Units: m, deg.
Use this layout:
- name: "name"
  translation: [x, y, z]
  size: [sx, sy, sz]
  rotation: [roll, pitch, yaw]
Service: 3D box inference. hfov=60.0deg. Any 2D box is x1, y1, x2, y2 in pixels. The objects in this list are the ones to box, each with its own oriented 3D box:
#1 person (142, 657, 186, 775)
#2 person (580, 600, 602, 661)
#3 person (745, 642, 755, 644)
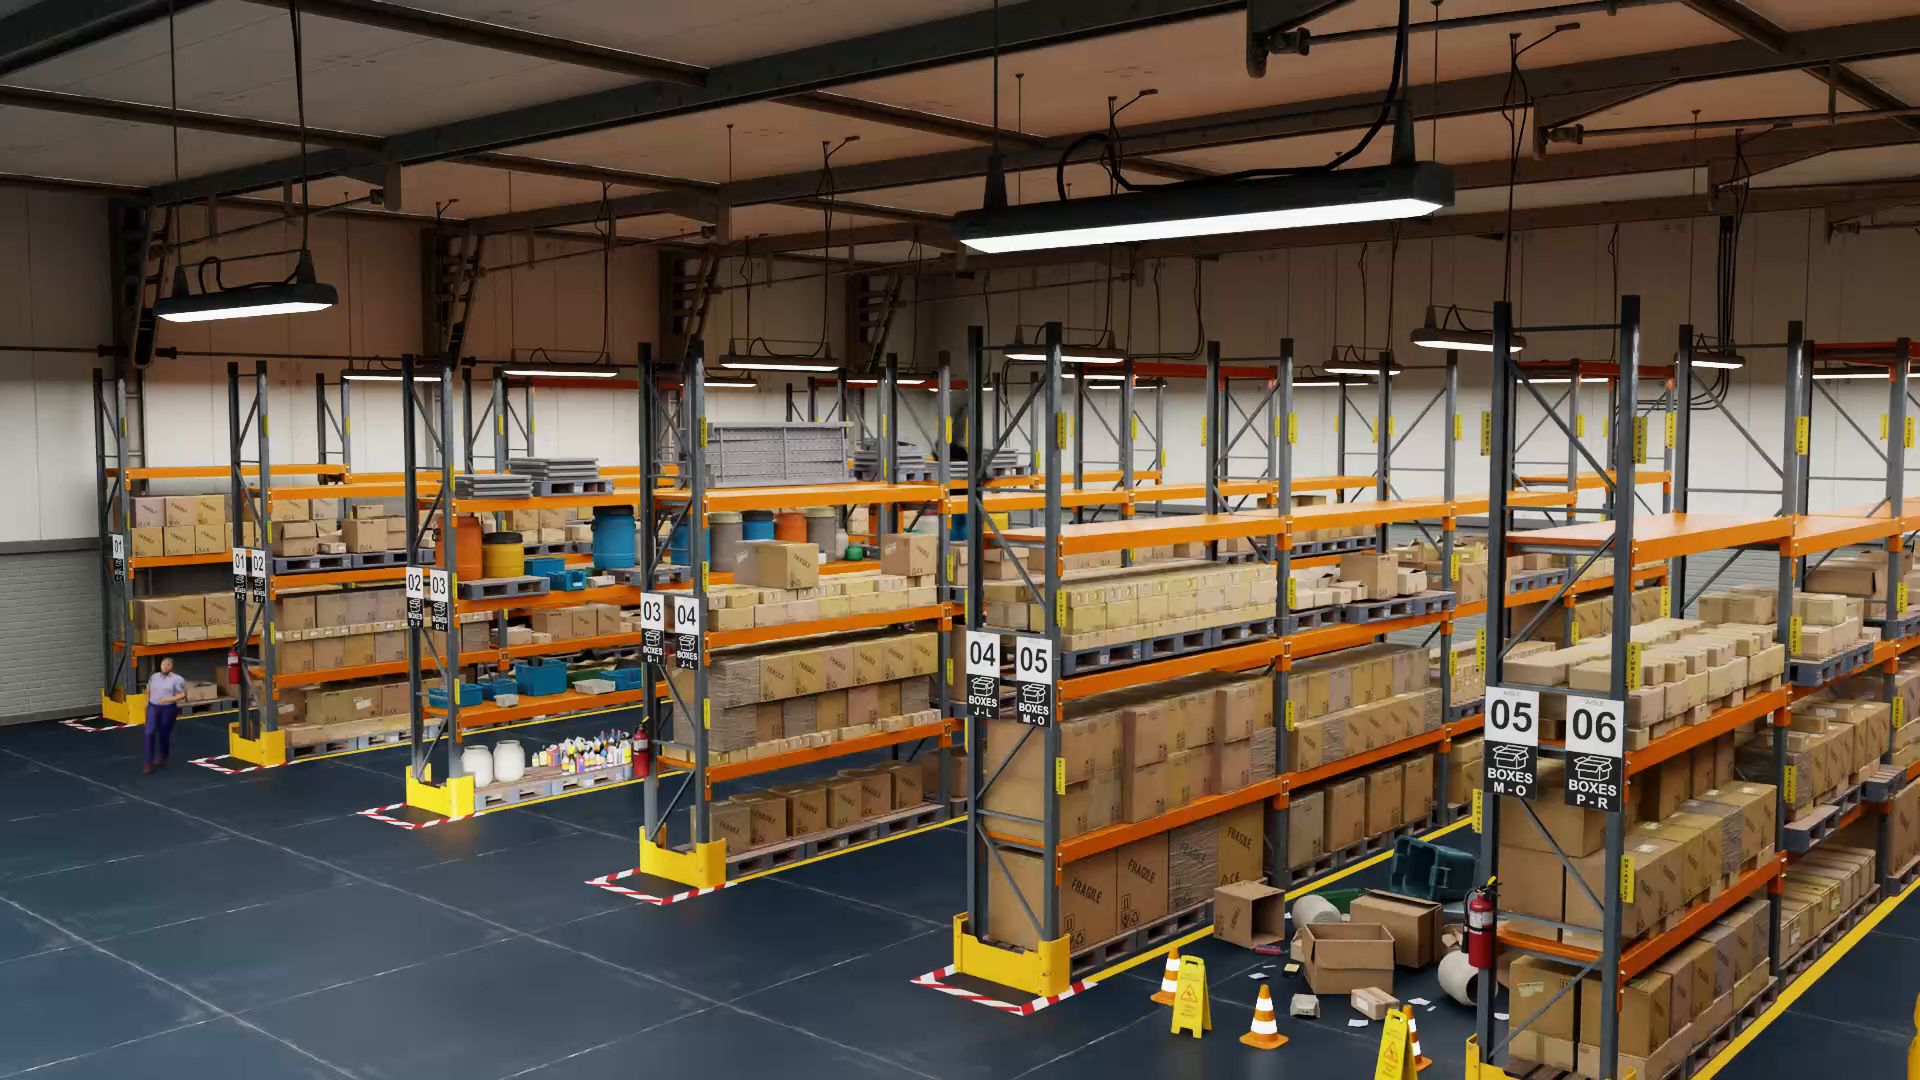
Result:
- name: "person"
  translation: [-11.693, 2.549, 24.424]
  size: [0.610, 1.641, 0.858]
  rotation: [-1, 4, -12]
- name: "person"
  translation: [-7.258, 1.887, 32.560]
  size: [0.685, 1.826, 0.775]
  rotation: [3, 5, 33]
- name: "person"
  translation: [-3.609, 2.181, 28.766]
  size: [0.667, 1.729, 0.695]
  rotation: [4, 6, 41]
